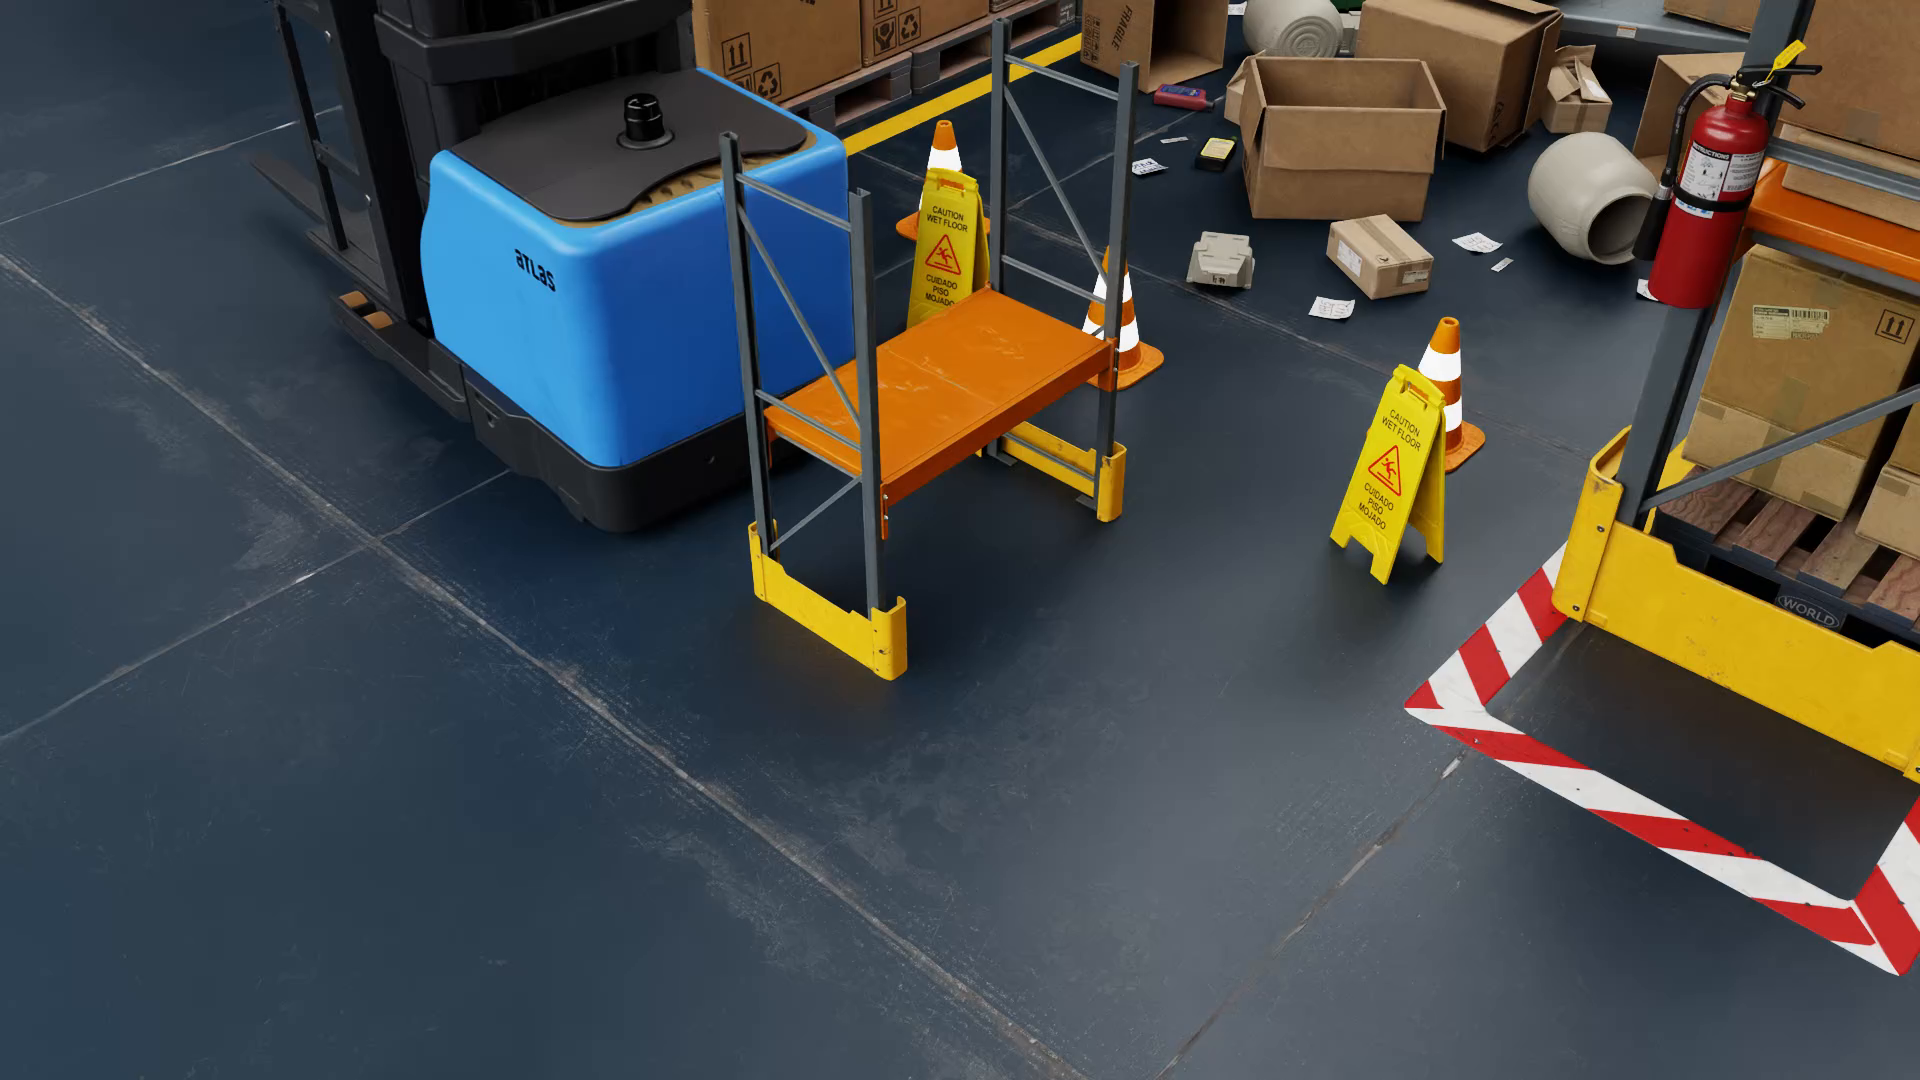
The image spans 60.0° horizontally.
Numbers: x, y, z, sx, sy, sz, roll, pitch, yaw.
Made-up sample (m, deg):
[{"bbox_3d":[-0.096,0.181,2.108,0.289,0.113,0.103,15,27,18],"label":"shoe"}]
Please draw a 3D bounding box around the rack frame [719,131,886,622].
[{"bbox_3d":[-0.400,-0.314,4.440,0.500,1.500,0.032,30,47,32],"label":"rack frame"}]

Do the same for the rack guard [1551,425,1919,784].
[{"bbox_3d":[2.304,0.163,4.643,1.175,0.500,0.348,30,47,32],"label":"rack guard"}]

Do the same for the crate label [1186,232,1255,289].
[{"bbox_3d":[1.027,-1.096,6.519,0.250,0.136,0.298,8,39,10],"label":"crate label"}]

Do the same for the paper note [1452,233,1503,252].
[{"bbox_3d":[2.105,-1.211,6.758,0.142,0.019,0.148,-18,42,-21],"label":"paper note"}]

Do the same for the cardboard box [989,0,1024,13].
[{"bbox_3d":[0.148,-3.308,8.369,0.875,0.875,0.875,30,47,32],"label":"cardboard box"}]

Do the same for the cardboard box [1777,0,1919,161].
[{"bbox_3d":[2.416,-1.301,4.157,0.500,0.500,0.500,29,47,31],"label":"cardboard box"}]

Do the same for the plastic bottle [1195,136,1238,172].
[{"bbox_3d":[1.142,-1.723,7.368,0.133,0.061,0.283,14,41,17],"label":"plastic bottle"}]

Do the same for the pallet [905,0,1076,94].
[{"bbox_3d":[-0.164,-2.679,8.450,1.003,0.211,1.213,30,47,32],"label":"pallet"}]

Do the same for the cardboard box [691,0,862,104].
[{"bbox_3d":[-1.060,-2.485,7.334,0.875,0.875,0.875,30,47,32],"label":"cardboard box"}]

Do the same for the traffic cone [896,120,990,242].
[{"bbox_3d":[-0.063,-1.467,6.724,0.336,0.463,0.334,30,47,32],"label":"traffic cone"}]

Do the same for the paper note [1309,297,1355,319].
[{"bbox_3d":[1.421,-0.889,6.343,0.148,0.019,0.142,14,41,17],"label":"paper note"}]

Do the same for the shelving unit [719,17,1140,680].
[{"bbox_3d":[-0.051,-0.552,4.739,0.587,1.500,1.083,30,47,32],"label":"shelving unit"}]

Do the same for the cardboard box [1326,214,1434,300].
[{"bbox_3d":[1.646,-1.115,6.532,0.250,0.149,0.380,-11,40,-14],"label":"cardboard box"}]

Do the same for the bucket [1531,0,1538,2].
[{"bbox_3d":[2.839,-2.933,7.938,0.620,0.611,0.726,-10,38,-28],"label":"bucket"}]

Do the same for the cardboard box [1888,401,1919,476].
[{"bbox_3d":[3.017,-0.428,4.647,0.500,0.500,0.500,28,46,31],"label":"cardboard box"}]

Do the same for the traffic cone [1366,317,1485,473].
[{"bbox_3d":[1.591,-0.527,5.541,0.336,0.463,0.334,30,47,32],"label":"traffic cone"}]

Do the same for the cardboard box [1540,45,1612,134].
[{"bbox_3d":[2.818,-2.075,7.646,0.258,0.266,0.396,2,39,2],"label":"cardboard box"}]

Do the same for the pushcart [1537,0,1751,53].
[{"bbox_3d":[3.235,-2.526,8.124,1.648,0.377,0.936,14,41,17],"label":"pushcart"}]

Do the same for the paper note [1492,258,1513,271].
[{"bbox_3d":[2.160,-1.097,6.621,0.032,0.001,0.123,30,47,32],"label":"paper note"}]

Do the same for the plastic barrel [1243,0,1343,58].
[{"bbox_3d":[1.596,-2.477,8.024,0.421,0.421,0.512,-5,39,-6],"label":"plastic barrel"}]

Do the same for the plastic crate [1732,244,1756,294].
[{"bbox_3d":[3.287,-1.099,6.567,0.402,0.080,0.583,14,41,17],"label":"plastic crate"}]

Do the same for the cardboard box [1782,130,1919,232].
[{"bbox_3d":[2.347,-0.944,4.229,0.380,0.149,0.250,31,48,33],"label":"cardboard box"}]

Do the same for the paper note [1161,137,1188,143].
[{"bbox_3d":[0.969,-1.808,7.516,0.123,0.001,0.032,-11,40,-14],"label":"paper note"}]

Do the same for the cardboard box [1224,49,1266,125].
[{"bbox_3d":[1.429,-2.017,7.573,0.258,0.266,0.396,-26,45,-29],"label":"cardboard box"}]

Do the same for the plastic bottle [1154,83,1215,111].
[{"bbox_3d":[1.065,-2.075,7.811,0.283,0.061,0.133,14,41,17],"label":"plastic bottle"}]

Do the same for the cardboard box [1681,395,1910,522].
[{"bbox_3d":[2.616,-0.364,5.170,0.500,0.250,0.500,29,47,32],"label":"cardboard box"}]

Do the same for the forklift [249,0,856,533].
[{"bbox_3d":[-1.689,-2.004,5.416,1.130,2.935,3.031,-29,47,-32],"label":"forklift"}]

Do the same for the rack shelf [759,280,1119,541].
[{"bbox_3d":[-0.058,-0.407,4.846,0.538,0.185,1.000,30,47,32],"label":"rack shelf"}]

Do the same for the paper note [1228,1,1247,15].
[{"bbox_3d":[1.444,-2.799,8.745,0.147,0.020,0.142,2,39,2],"label":"paper note"}]

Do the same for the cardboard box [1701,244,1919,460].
[{"bbox_3d":[2.601,-0.640,4.914,0.500,0.500,0.500,30,47,32],"label":"cardboard box"}]

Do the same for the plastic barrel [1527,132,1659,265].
[{"bbox_3d":[2.529,-1.357,6.616,0.421,0.421,0.512,-5,39,-6],"label":"plastic barrel"}]

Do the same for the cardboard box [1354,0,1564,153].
[{"bbox_3d":[2.194,-2.160,7.453,0.797,0.637,0.503,30,47,32],"label":"cardboard box"}]

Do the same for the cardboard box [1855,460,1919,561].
[{"bbox_3d":[3.001,-0.123,4.867,0.500,0.250,0.500,29,47,32],"label":"cardboard box"}]

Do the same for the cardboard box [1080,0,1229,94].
[{"bbox_3d":[0.940,-2.529,8.027,0.500,0.500,0.500,-26,45,-29],"label":"cardboard box"}]

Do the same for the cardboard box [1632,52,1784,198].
[{"bbox_3d":[3.224,-1.720,7.009,0.500,0.500,0.500,-5,39,-6],"label":"cardboard box"}]

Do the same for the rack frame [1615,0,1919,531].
[{"bbox_3d":[2.253,-0.781,3.822,1.000,3.000,0.127,30,47,32],"label":"rack frame"}]

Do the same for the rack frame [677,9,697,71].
[{"bbox_3d":[-1.469,-2.813,6.377,1.000,3.000,0.127,30,47,32],"label":"rack frame"}]

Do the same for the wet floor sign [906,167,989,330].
[{"bbox_3d":[-0.027,-1.046,6.048,0.267,0.644,0.232,22,43,25],"label":"wet floor sign"}]

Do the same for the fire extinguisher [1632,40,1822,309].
[{"bbox_3d":[1.835,-0.891,4.023,0.296,0.674,0.183,30,47,32],"label":"fire extinguisher"}]

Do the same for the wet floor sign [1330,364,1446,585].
[{"bbox_3d":[1.335,-0.221,5.010,0.232,0.644,0.267,-18,42,-21],"label":"wet floor sign"}]

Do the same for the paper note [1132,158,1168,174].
[{"bbox_3d":[0.814,-1.638,7.287,0.142,0.017,0.144,-18,42,-21],"label":"paper note"}]

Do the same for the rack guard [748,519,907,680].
[{"bbox_3d":[-0.387,0.166,4.840,0.587,0.250,0.087,30,47,32],"label":"rack guard"}]

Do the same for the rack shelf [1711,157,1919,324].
[{"bbox_3d":[3.602,-1.418,5.201,1.077,0.370,4.000,30,47,32],"label":"rack shelf"}]

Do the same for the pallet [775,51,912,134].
[{"bbox_3d":[-0.987,-2.121,7.748,1.003,0.211,1.213,30,47,32],"label":"pallet"}]

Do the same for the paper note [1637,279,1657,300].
[{"bbox_3d":[2.704,-0.973,6.449,0.142,0.019,0.148,14,41,17],"label":"paper note"}]

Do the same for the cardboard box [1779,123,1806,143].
[{"bbox_3d":[2.436,-1.107,4.434,0.380,0.149,0.250,29,47,31],"label":"cardboard box"}]

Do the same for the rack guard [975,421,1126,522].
[{"bbox_3d":[0.285,-0.292,5.416,0.587,0.250,0.087,30,47,32],"label":"rack guard"}]

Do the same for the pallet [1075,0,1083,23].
[{"bbox_3d":[0.659,-3.242,9.158,1.003,0.211,1.213,30,47,32],"label":"pallet"}]

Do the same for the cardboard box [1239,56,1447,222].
[{"bbox_3d":[1.569,-1.673,6.950,0.797,0.503,0.637,2,39,2],"label":"cardboard box"}]

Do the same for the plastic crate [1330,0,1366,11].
[{"bbox_3d":[2.079,-2.942,8.753,0.662,0.188,0.450,-11,30,-14],"label":"plastic crate"}]

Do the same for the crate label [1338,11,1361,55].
[{"bbox_3d":[1.961,-2.550,8.347,0.298,0.136,0.250,2,39,2],"label":"crate label"}]

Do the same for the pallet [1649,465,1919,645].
[{"bbox_3d":[2.878,-0.082,5.184,1.003,0.211,1.213,30,47,32],"label":"pallet"}]

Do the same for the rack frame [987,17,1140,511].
[{"bbox_3d":[0.285,-0.781,5.028,0.500,1.500,0.032,30,47,32],"label":"rack frame"}]

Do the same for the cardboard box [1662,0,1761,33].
[{"bbox_3d":[3.617,-2.670,7.598,0.500,0.500,0.500,30,47,32],"label":"cardboard box"}]

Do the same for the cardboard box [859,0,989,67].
[{"bbox_3d":[-0.468,-2.890,7.844,0.875,0.875,0.875,29,47,31],"label":"cardboard box"}]

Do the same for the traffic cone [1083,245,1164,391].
[{"bbox_3d":[0.542,-0.837,5.930,0.336,0.463,0.334,30,47,32],"label":"traffic cone"}]
